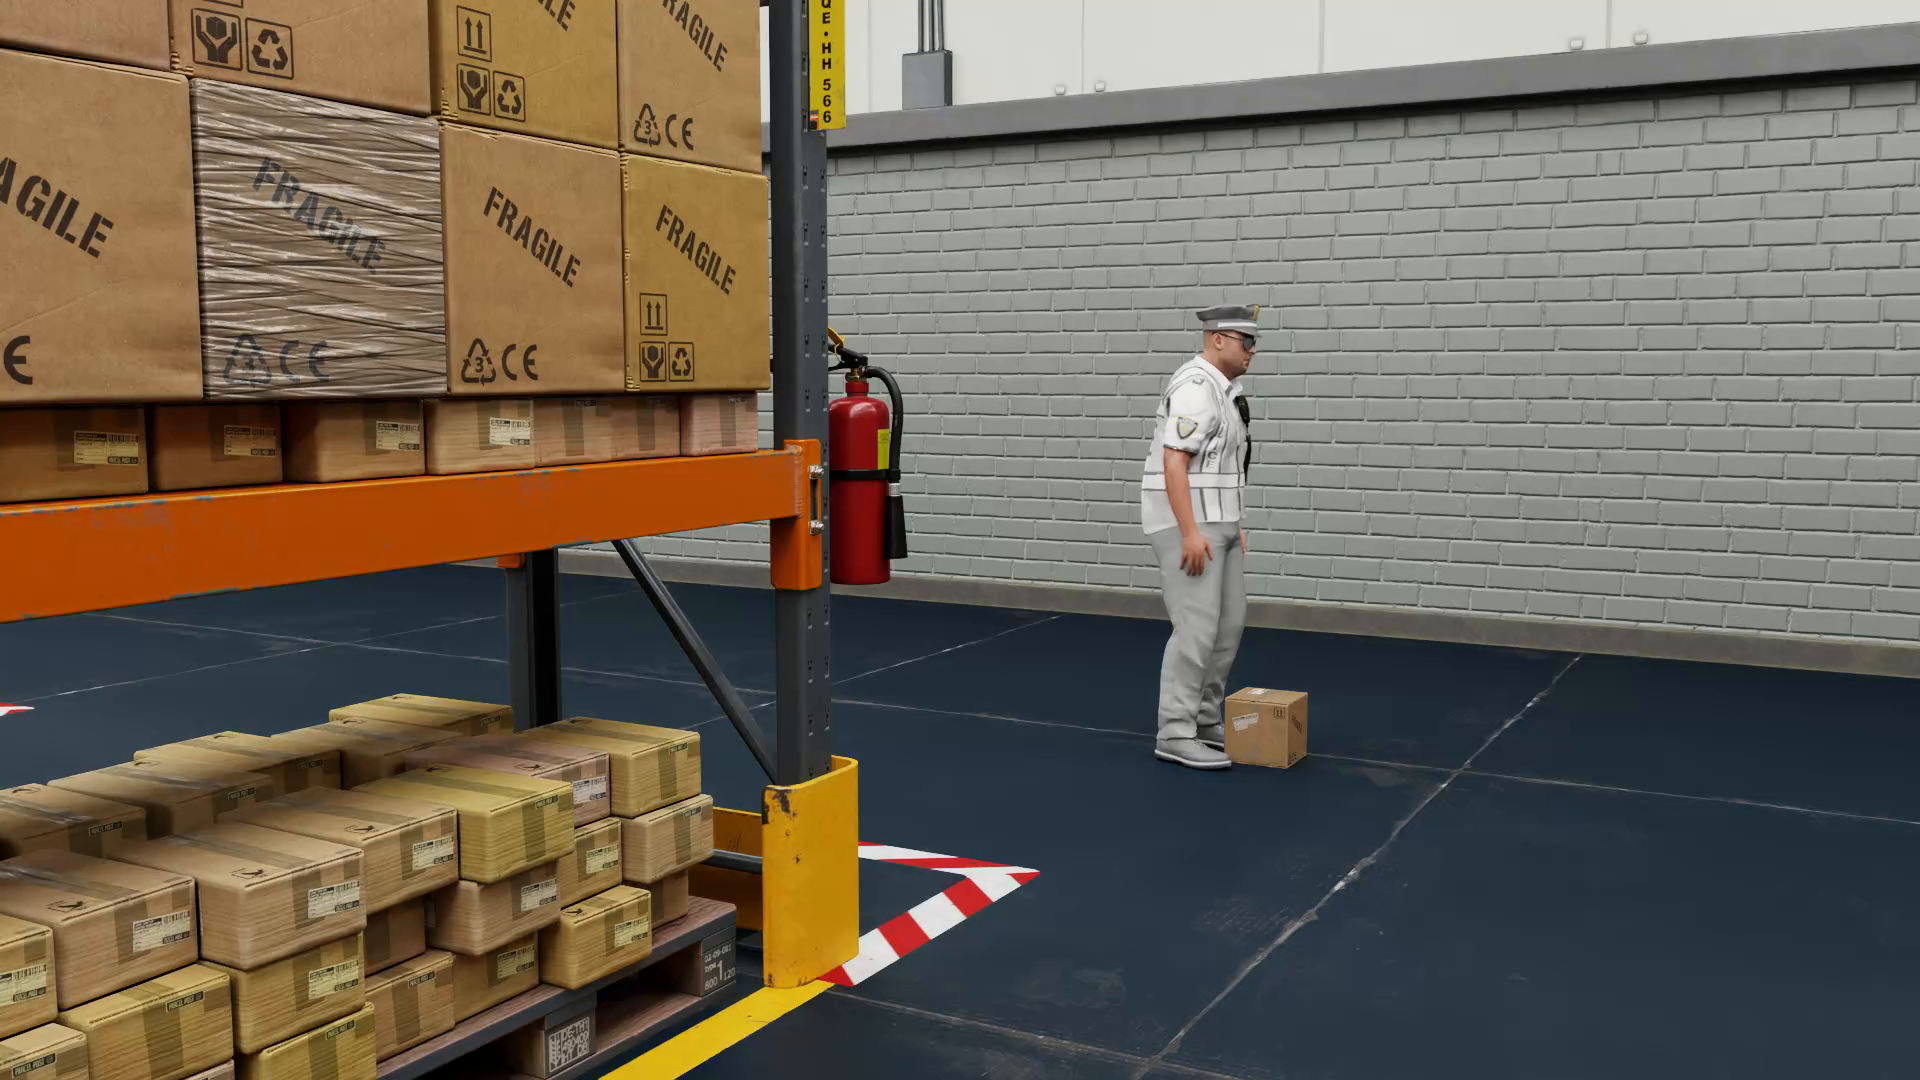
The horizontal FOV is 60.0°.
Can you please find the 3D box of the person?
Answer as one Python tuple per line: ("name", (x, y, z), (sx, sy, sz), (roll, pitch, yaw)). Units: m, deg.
("person", (0.940, -0.038, 6.460), (0.434, 1.748, 0.594), (3, 7, 27))
